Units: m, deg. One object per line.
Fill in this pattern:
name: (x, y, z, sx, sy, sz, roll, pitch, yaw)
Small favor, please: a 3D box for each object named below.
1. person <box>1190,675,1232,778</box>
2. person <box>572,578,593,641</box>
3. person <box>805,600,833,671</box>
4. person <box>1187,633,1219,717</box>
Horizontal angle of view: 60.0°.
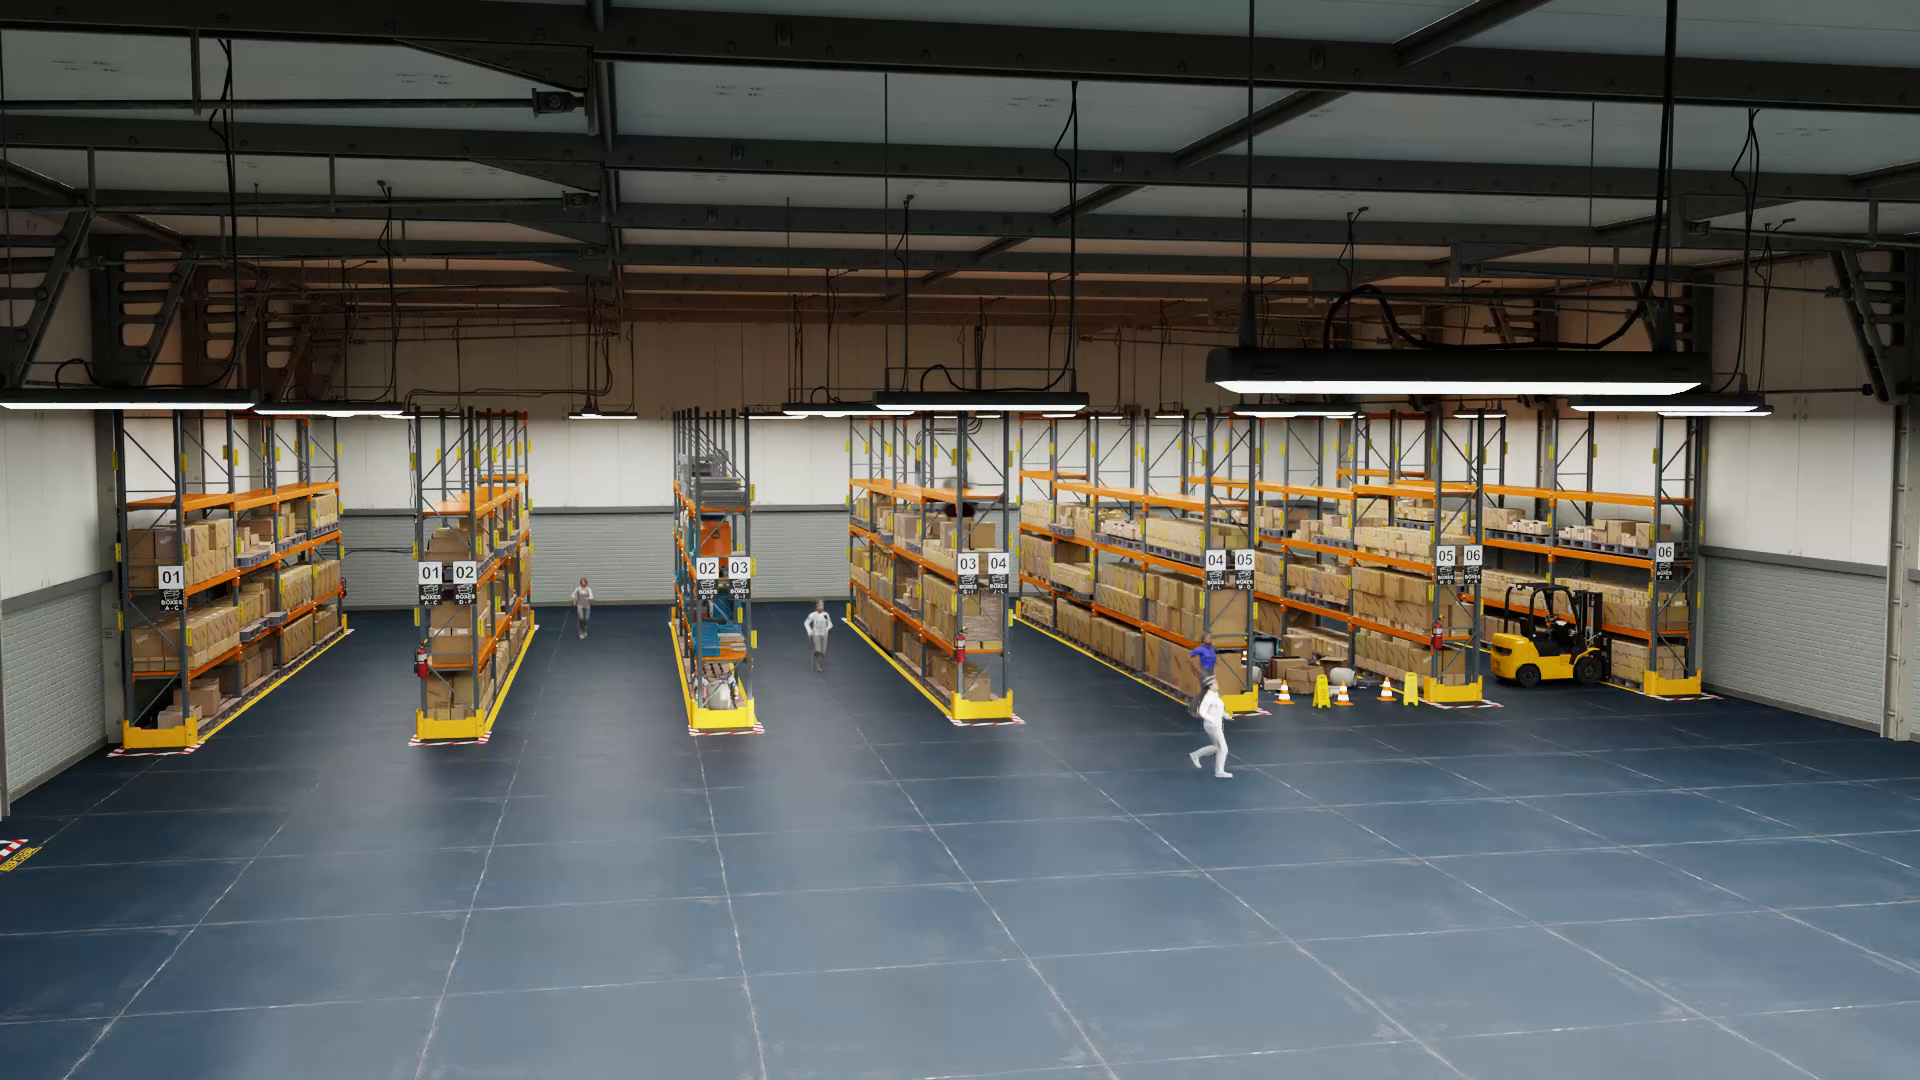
person: (4.038, 2.988, 26.787, 0.717, 1.654, 0.622, 2, 4, 21)
person: (-9.934, 1.813, 43.765, 0.470, 1.645, 0.711, -2, 4, -22)
person: (-3.193, 2.192, 38.018, 0.612, 1.650, 0.550, -1, 4, -20)
person: (4.725, 2.635, 31.856, 0.815, 1.700, 0.639, 3, 5, 35)
